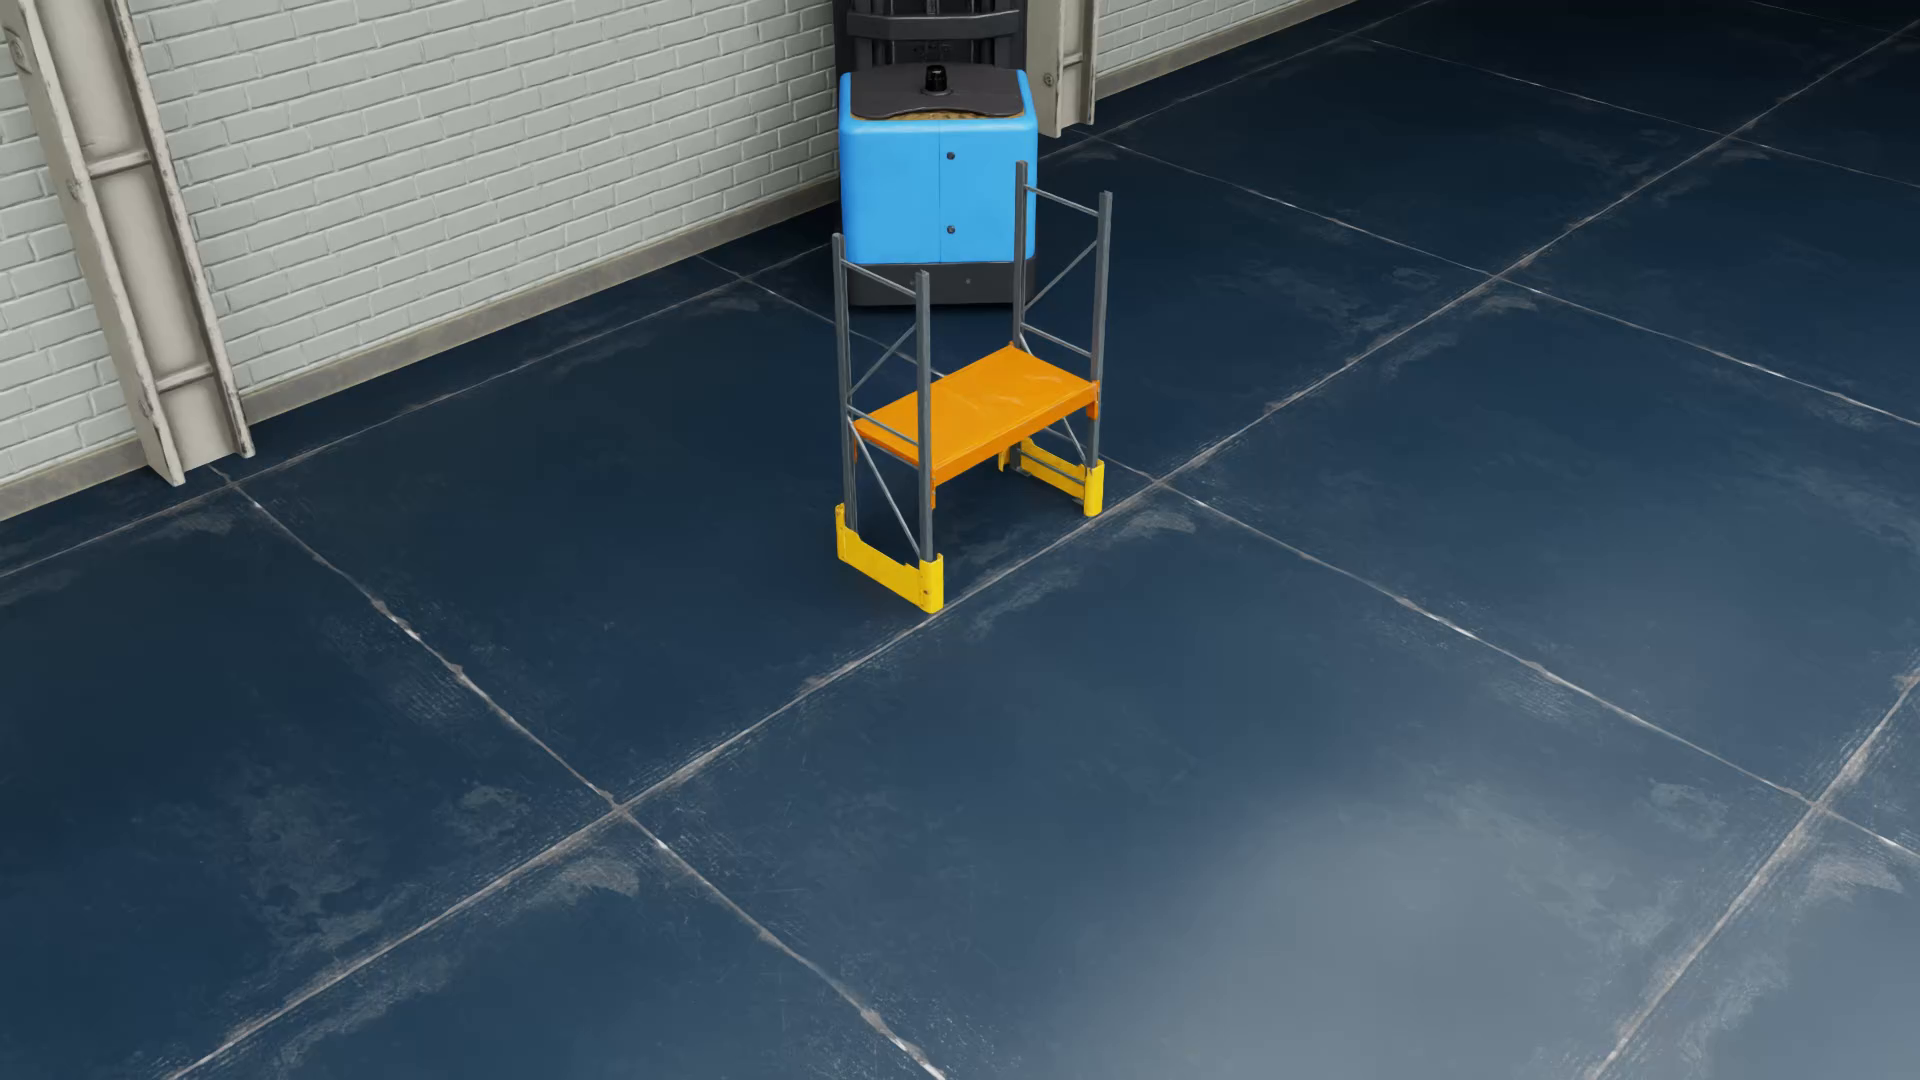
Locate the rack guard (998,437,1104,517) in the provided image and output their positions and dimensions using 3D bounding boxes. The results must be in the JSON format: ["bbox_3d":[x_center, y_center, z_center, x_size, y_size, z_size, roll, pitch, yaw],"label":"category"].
[{"bbox_3d":[0.405,-0.336,7.513,0.587,0.250,0.087,30,45,35],"label":"rack guard"}]

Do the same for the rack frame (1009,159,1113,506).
[{"bbox_3d":[0.418,-0.856,7.167,0.500,1.500,0.032,30,45,35],"label":"rack frame"}]

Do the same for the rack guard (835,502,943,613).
[{"bbox_3d":[-0.297,0.069,6.933,0.587,0.250,0.087,30,45,35],"label":"rack guard"}]

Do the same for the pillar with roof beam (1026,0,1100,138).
[{"bbox_3d":[3.723,-4.777,6.233,9.100,9.000,0.400,30,45,35],"label":"pillar with roof beam"}]

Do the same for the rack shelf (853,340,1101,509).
[{"bbox_3d":[0.060,-0.502,6.974,0.538,0.185,1.000,30,45,35],"label":"rack shelf"}]

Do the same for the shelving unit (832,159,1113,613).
[{"bbox_3d":[0.054,-0.646,6.865,0.587,1.500,1.083,30,45,35],"label":"shelving unit"}]

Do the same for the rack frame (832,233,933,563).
[{"bbox_3d":[-0.298,-0.443,6.575,0.500,1.500,0.032,30,45,35],"label":"rack frame"}]

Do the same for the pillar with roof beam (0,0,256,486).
[{"bbox_3d":[-0.505,-2.341,2.740,9.100,9.000,0.400,30,45,35],"label":"pillar with roof beam"}]

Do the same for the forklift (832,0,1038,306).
[{"bbox_3d":[-0.179,-3.276,9.386,1.130,2.935,3.031,-2,35,-2],"label":"forklift"}]
